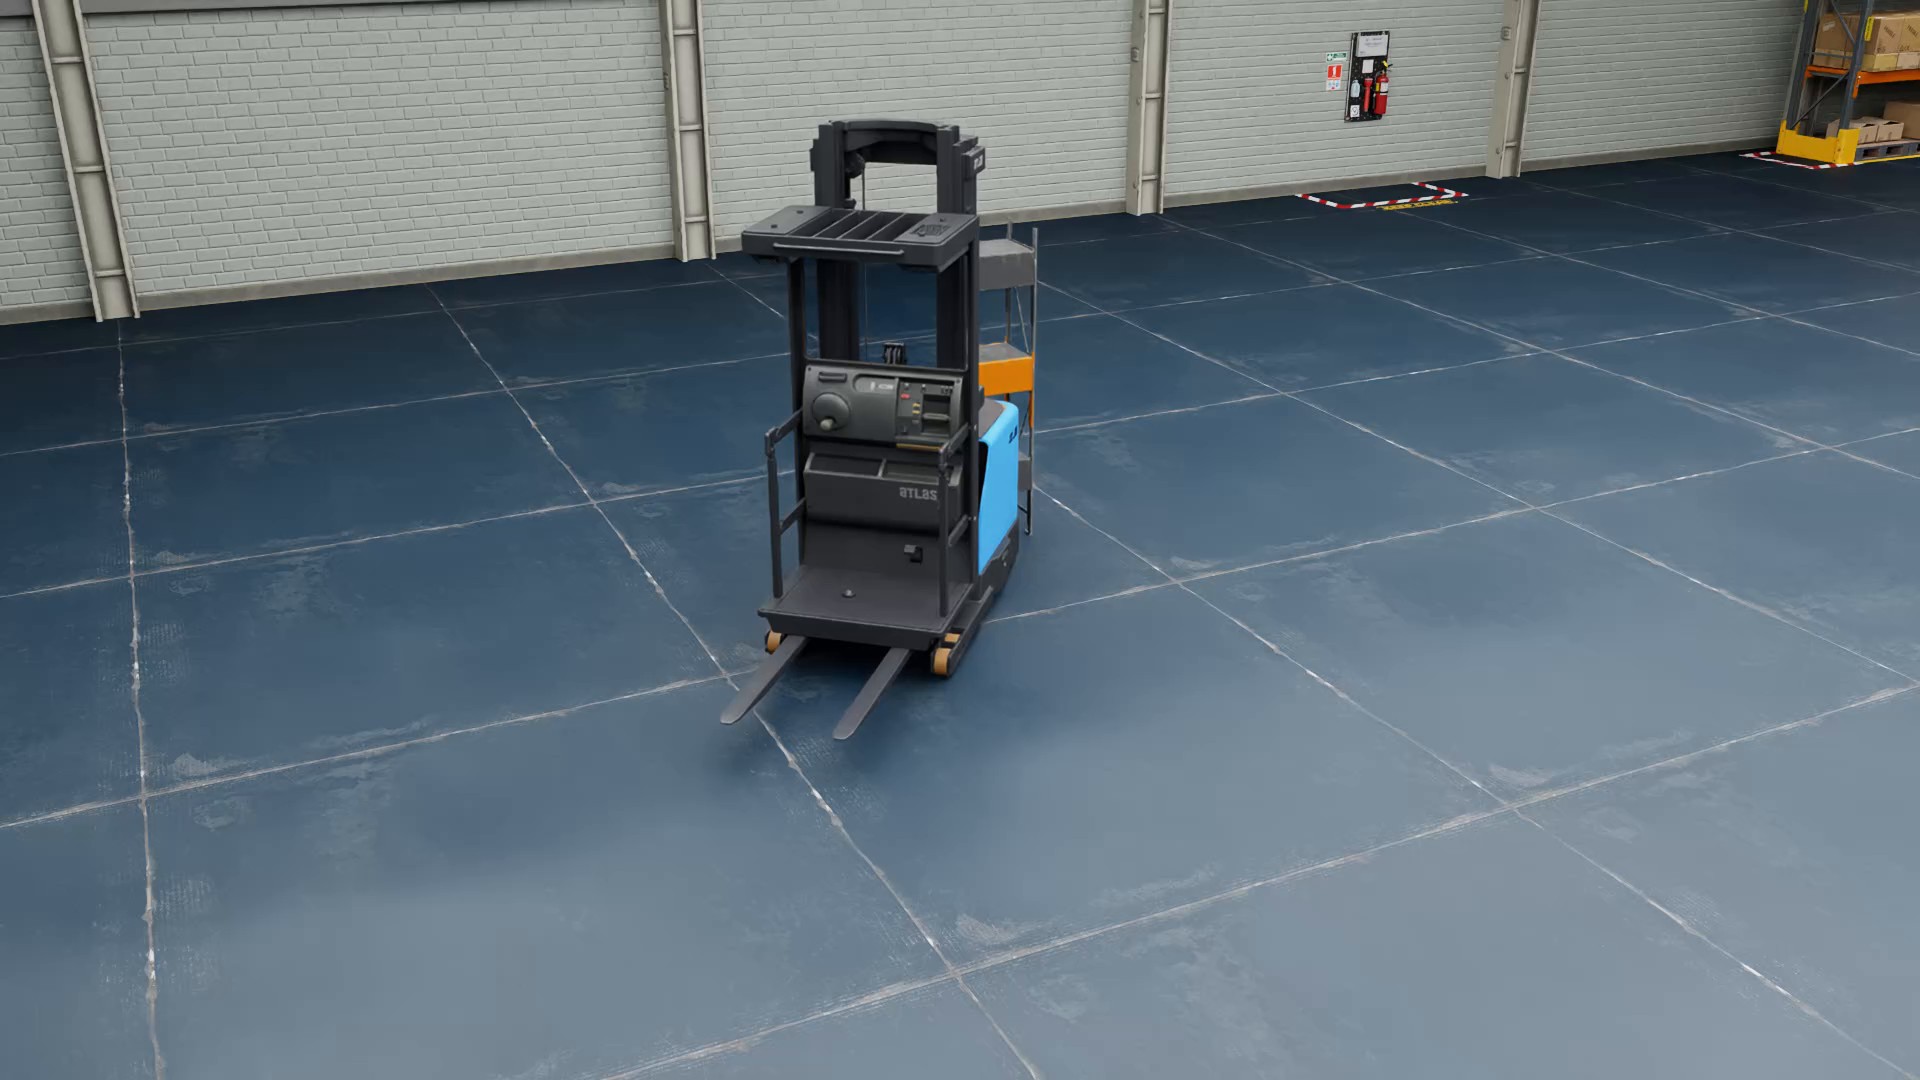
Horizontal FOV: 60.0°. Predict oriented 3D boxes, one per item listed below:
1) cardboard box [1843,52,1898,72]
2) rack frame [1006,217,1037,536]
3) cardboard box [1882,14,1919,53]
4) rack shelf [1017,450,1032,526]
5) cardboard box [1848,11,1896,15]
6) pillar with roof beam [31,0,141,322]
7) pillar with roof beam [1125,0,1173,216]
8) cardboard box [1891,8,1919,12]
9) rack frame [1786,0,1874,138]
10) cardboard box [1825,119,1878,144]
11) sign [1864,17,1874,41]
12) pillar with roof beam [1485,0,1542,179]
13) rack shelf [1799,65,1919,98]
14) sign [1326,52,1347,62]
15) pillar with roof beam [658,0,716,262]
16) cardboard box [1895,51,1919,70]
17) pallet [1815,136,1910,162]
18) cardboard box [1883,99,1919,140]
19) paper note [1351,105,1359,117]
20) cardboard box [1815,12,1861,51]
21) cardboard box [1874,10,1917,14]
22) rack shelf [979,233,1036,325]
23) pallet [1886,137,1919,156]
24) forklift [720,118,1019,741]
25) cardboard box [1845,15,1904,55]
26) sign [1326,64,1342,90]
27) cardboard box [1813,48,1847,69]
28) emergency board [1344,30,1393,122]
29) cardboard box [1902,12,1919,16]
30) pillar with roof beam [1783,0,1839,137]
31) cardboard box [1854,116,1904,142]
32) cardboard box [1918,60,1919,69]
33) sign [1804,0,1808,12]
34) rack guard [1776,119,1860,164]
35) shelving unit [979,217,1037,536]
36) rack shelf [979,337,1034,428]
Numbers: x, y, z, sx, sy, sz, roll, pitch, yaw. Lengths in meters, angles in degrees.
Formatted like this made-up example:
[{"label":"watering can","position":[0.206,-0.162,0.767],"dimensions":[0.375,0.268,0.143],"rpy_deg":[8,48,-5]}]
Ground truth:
[{"label":"cardboard box","position":[13.510,-7.108,24.669],"dimensions":[0.500,0.250,0.500],"rpy_deg":[-11,25,-25]},{"label":"rack frame","position":[0.400,-1.069,11.088],"dimensions":[0.015,2.100,0.400],"rpy_deg":[-10,24,-23]},{"label":"cardboard box","position":[13.942,-7.537,24.725],"dimensions":[0.500,0.500,0.500],"rpy_deg":[-10,25,-23]},{"label":"rack shelf","position":[0.178,-0.371,11.267],"dimensions":[0.480,0.518,0.431],"rpy_deg":[-10,24,-23]},{"label":"cardboard box","position":[13.723,-7.714,25.153],"dimensions":[0.500,0.500,0.500],"rpy_deg":[-10,25,-23]},{"label":"pillar with roof beam","position":[-6.570,-4.918,11.364],"dimensions":[0.400,9.000,9.100],"rpy_deg":[-10,25,-24]},{"label":"pillar with roof beam","position":[4.242,-6.908,16.173],"dimensions":[0.400,9.000,9.100],"rpy_deg":[-10,25,-24]},{"label":"cardboard box","position":[14.640,-7.885,25.566],"dimensions":[0.500,0.500,0.500],"rpy_deg":[-10,25,-23]},{"label":"rack frame","position":[12.932,-7.196,24.713],"dimensions":[0.127,3.000,1.000],"rpy_deg":[-10,25,-24]},{"label":"cardboard box","position":[13.595,-6.241,25.345],"dimensions":[0.500,0.311,0.500],"rpy_deg":[-14,26,-30]},{"label":"sign","position":[13.168,-7.409,24.095],"dimensions":[0.005,0.325,0.100],"rpy_deg":[-10,25,-24]},{"label":"pillar with roof beam","position":[9.649,-7.903,18.577],"dimensions":[0.400,9.000,9.100],"rpy_deg":[-10,25,-24]},{"label":"rack shelf","position":[14.734,-7.195,25.652],"dimensions":[4.000,0.370,1.077],"rpy_deg":[-10,25,-24]},{"label":"sign","position":[5.003,-6.421,22.101],"dimensions":[0.331,0.109,0.001],"rpy_deg":[-10,25,-24]},{"label":"pillar with roof beam","position":[-1.164,-5.913,13.769],"dimensions":[0.400,9.000,9.100],"rpy_deg":[-10,25,-24]},{"label":"cardboard box","position":[13.971,-7.199,24.889],"dimensions":[0.500,0.250,0.500],"rpy_deg":[-11,25,-25]},{"label":"pallet","position":[13.748,-6.043,25.572],"dimensions":[1.213,0.211,1.003],"rpy_deg":[-10,25,-24]},{"label":"cardboard box","position":[14.791,-6.527,25.790],"dimensions":[0.500,0.500,0.700],"rpy_deg":[-12,25,-27]},{"label":"paper note","position":[5.349,-5.806,22.505],"dimensions":[0.142,0.148,0.016],"rpy_deg":[-10,25,-24]},{"label":"cardboard box","position":[13.265,-7.634,24.960],"dimensions":[0.500,0.500,0.500],"rpy_deg":[-11,25,-24]},{"label":"cardboard box","position":[14.187,-7.801,25.364],"dimensions":[0.500,0.500,0.500],"rpy_deg":[-11,25,-25]},{"label":"rack shelf","position":[0.178,-1.665,10.731],"dimensions":[0.480,0.518,0.431],"rpy_deg":[-10,24,-23]},{"label":"pallet","position":[14.846,-6.244,26.058],"dimensions":[1.213,0.211,1.003],"rpy_deg":[-10,25,-24]},{"label":"forklift","position":[-0.496,-0.747,9.221],"dimensions":[1.130,2.935,3.031],"rpy_deg":[6,23,14]},{"label":"cardboard box","position":[13.493,-7.458,24.535],"dimensions":[0.500,0.500,0.500],"rpy_deg":[-10,25,-24]},{"label":"sign","position":[4.995,-6.179,22.208],"dimensions":[0.234,0.329,0.001],"rpy_deg":[-10,25,-24]},{"label":"cardboard box","position":[13.269,-7.280,25.086],"dimensions":[0.500,0.250,0.500],"rpy_deg":[-10,25,-23]},{"label":"emergency board","position":[5.538,-6.218,22.350],"dimensions":[0.643,1.169,0.194],"rpy_deg":[-10,25,-24]},{"label":"cardboard box","position":[14.411,-7.620,24.927],"dimensions":[0.500,0.500,0.500],"rpy_deg":[-11,25,-25]},{"label":"pillar with roof beam","position":[15.055,-8.899,20.982],"dimensions":[0.400,9.000,9.100],"rpy_deg":[-10,25,-24]},{"label":"cardboard box","position":[14.108,-6.335,25.573],"dimensions":[0.500,0.311,0.500],"rpy_deg":[-8,24,-19]},{"label":"cardboard box","position":[14.433,-7.281,25.088],"dimensions":[0.500,0.250,0.500],"rpy_deg":[-11,25,-24]},{"label":"sign","position":[12.710,-8.072,24.901],"dimensions":[0.005,0.325,0.100],"rpy_deg":[-10,25,-24]},{"label":"rack guard","position":[13.001,-6.054,25.221],"dimensions":[0.348,0.500,1.175],"rpy_deg":[-10,25,-24]},{"label":"shelving unit","position":[0.178,-1.030,10.994],"dimensions":[0.503,2.100,0.431],"rpy_deg":[-10,24,-23]},{"label":"rack shelf","position":[0.178,-1.018,10.999],"dimensions":[0.480,0.518,0.431],"rpy_deg":[-10,24,-23]}]
